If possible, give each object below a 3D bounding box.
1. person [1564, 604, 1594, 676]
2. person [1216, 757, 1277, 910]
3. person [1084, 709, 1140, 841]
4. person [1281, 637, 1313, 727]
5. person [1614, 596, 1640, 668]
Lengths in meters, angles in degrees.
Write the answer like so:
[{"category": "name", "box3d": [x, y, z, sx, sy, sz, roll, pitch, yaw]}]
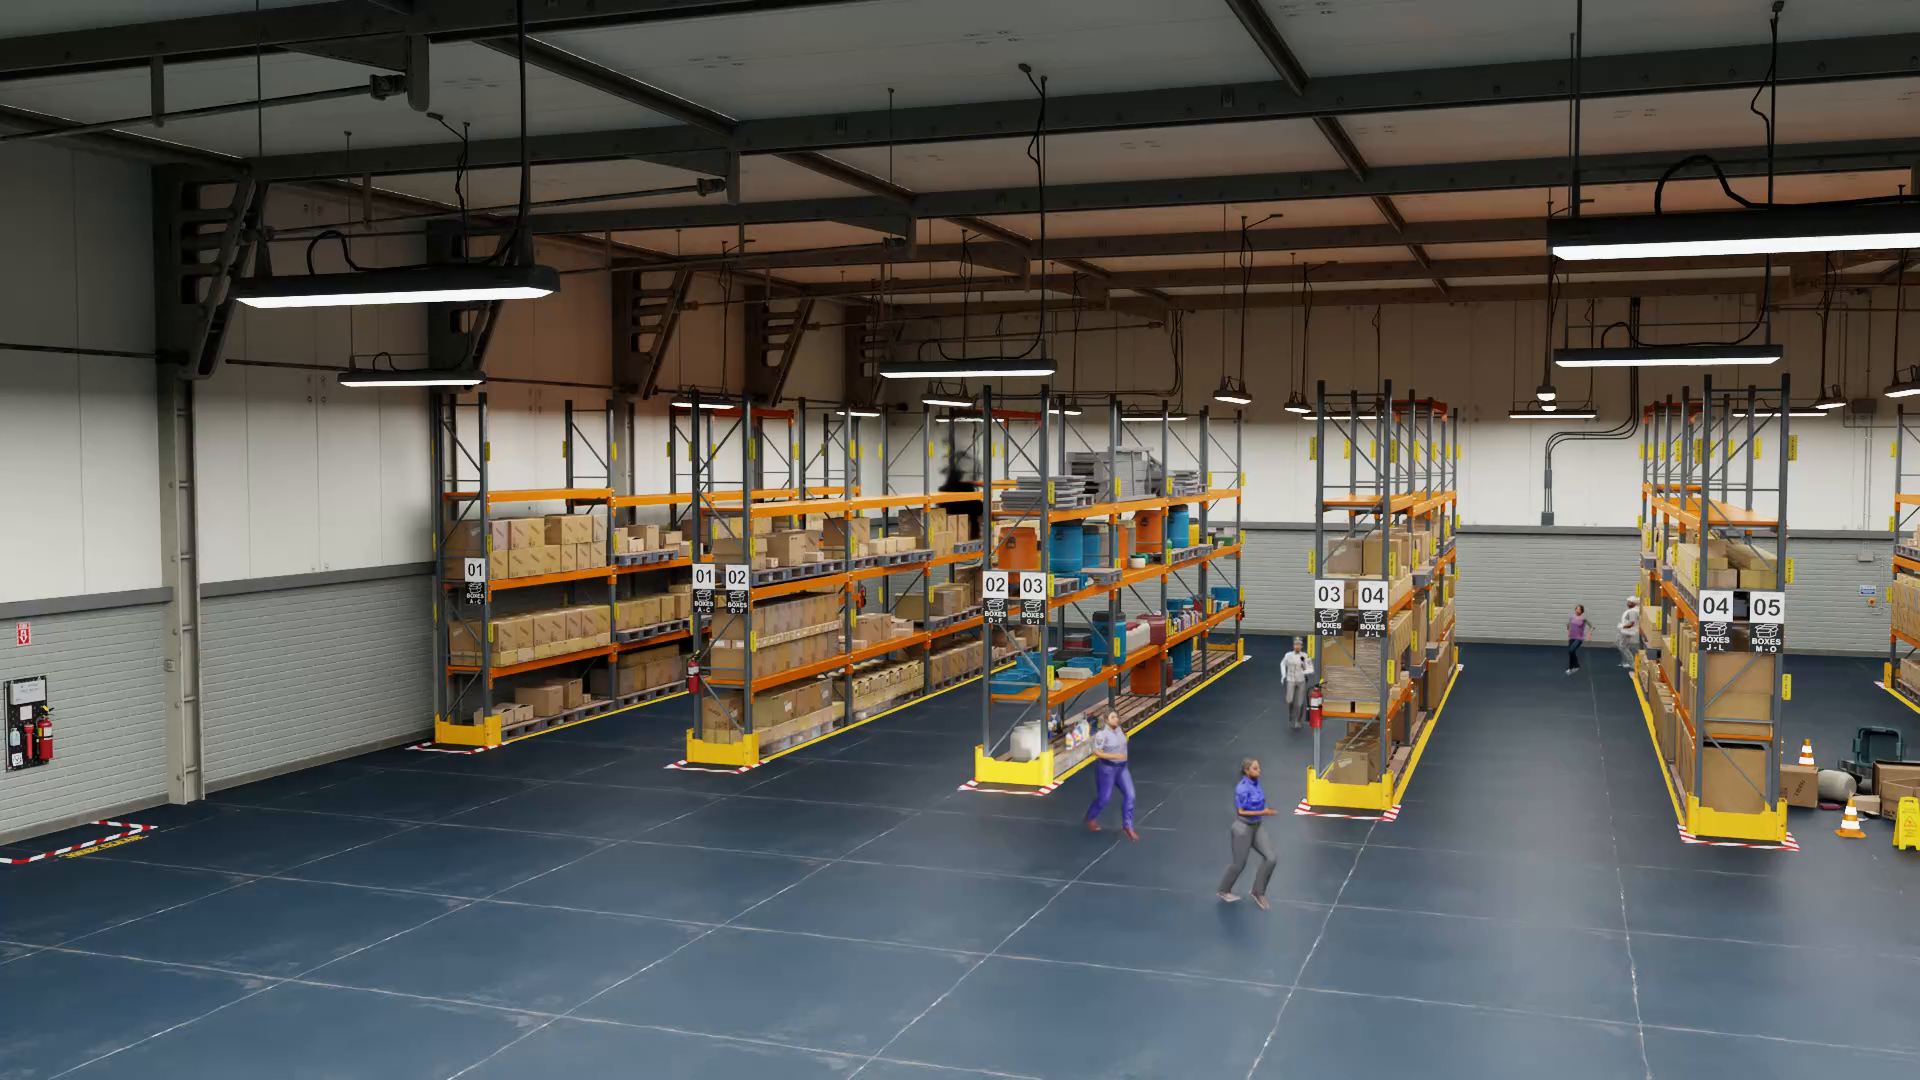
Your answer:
[{"category": "person", "box3d": [13.791, 2.232, 37.111, 0.616, 1.603, 0.606, -2, 4, -36]}, {"category": "person", "box3d": [3.176, 3.216, 18.202, 0.765, 1.695, 0.523, 3, 4, 43]}, {"category": "person", "box3d": [1.971, 3.039, 21.646, 0.607, 1.691, 0.844, -2, 4, -36]}, {"category": "person", "box3d": [6.044, 2.563, 29.911, 0.593, 1.660, 0.624, 1, 3, 16]}, {"category": "person", "box3d": [15.309, 2.110, 38.220, 0.561, 1.711, 0.791, 2, 3, 27]}]
